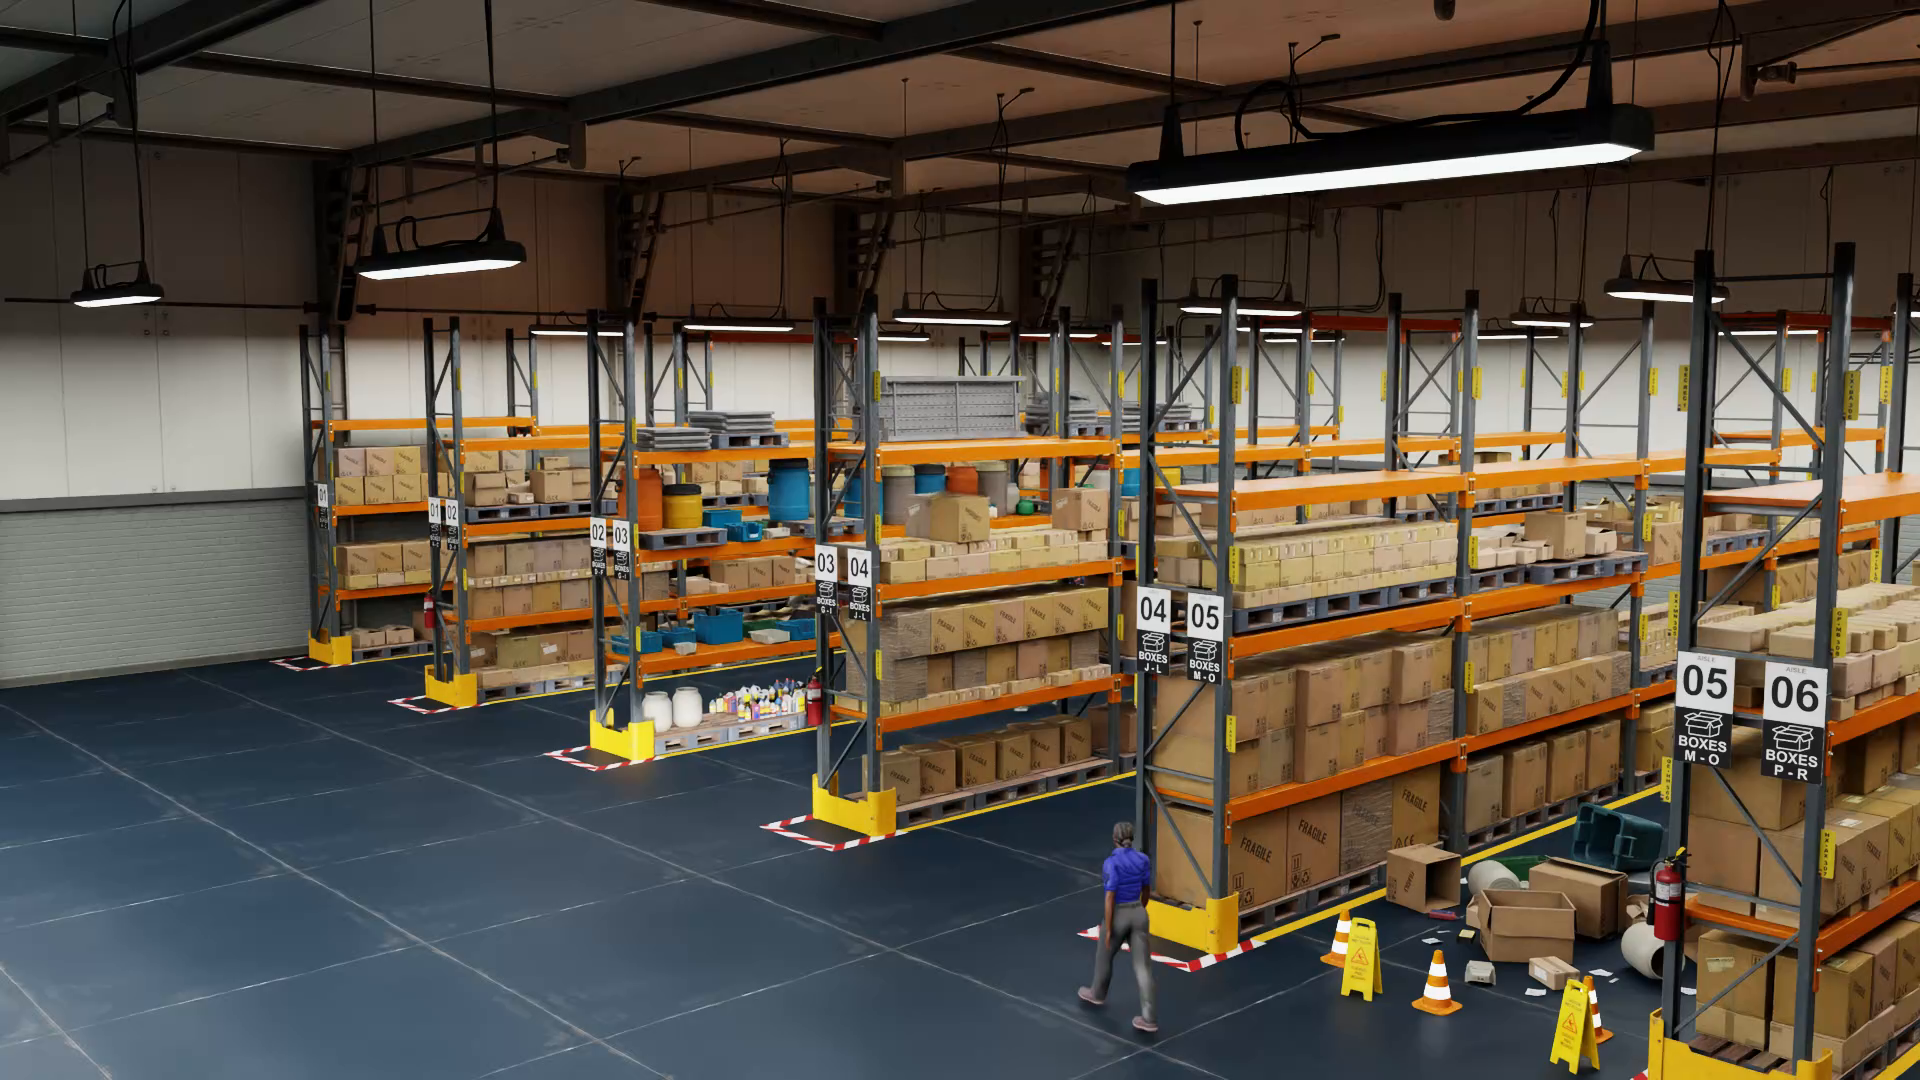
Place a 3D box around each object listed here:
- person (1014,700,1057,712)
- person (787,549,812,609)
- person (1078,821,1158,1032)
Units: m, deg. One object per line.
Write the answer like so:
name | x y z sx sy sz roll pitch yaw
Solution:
person | 1.209 1.818 25.335 0.440 1.538 0.972 6 8 45
person | -3.262 0.933 33.671 0.735 1.683 0.607 -4 7 -34
person | 1.304 3.011 13.260 0.481 1.582 1.001 -2 6 -21
